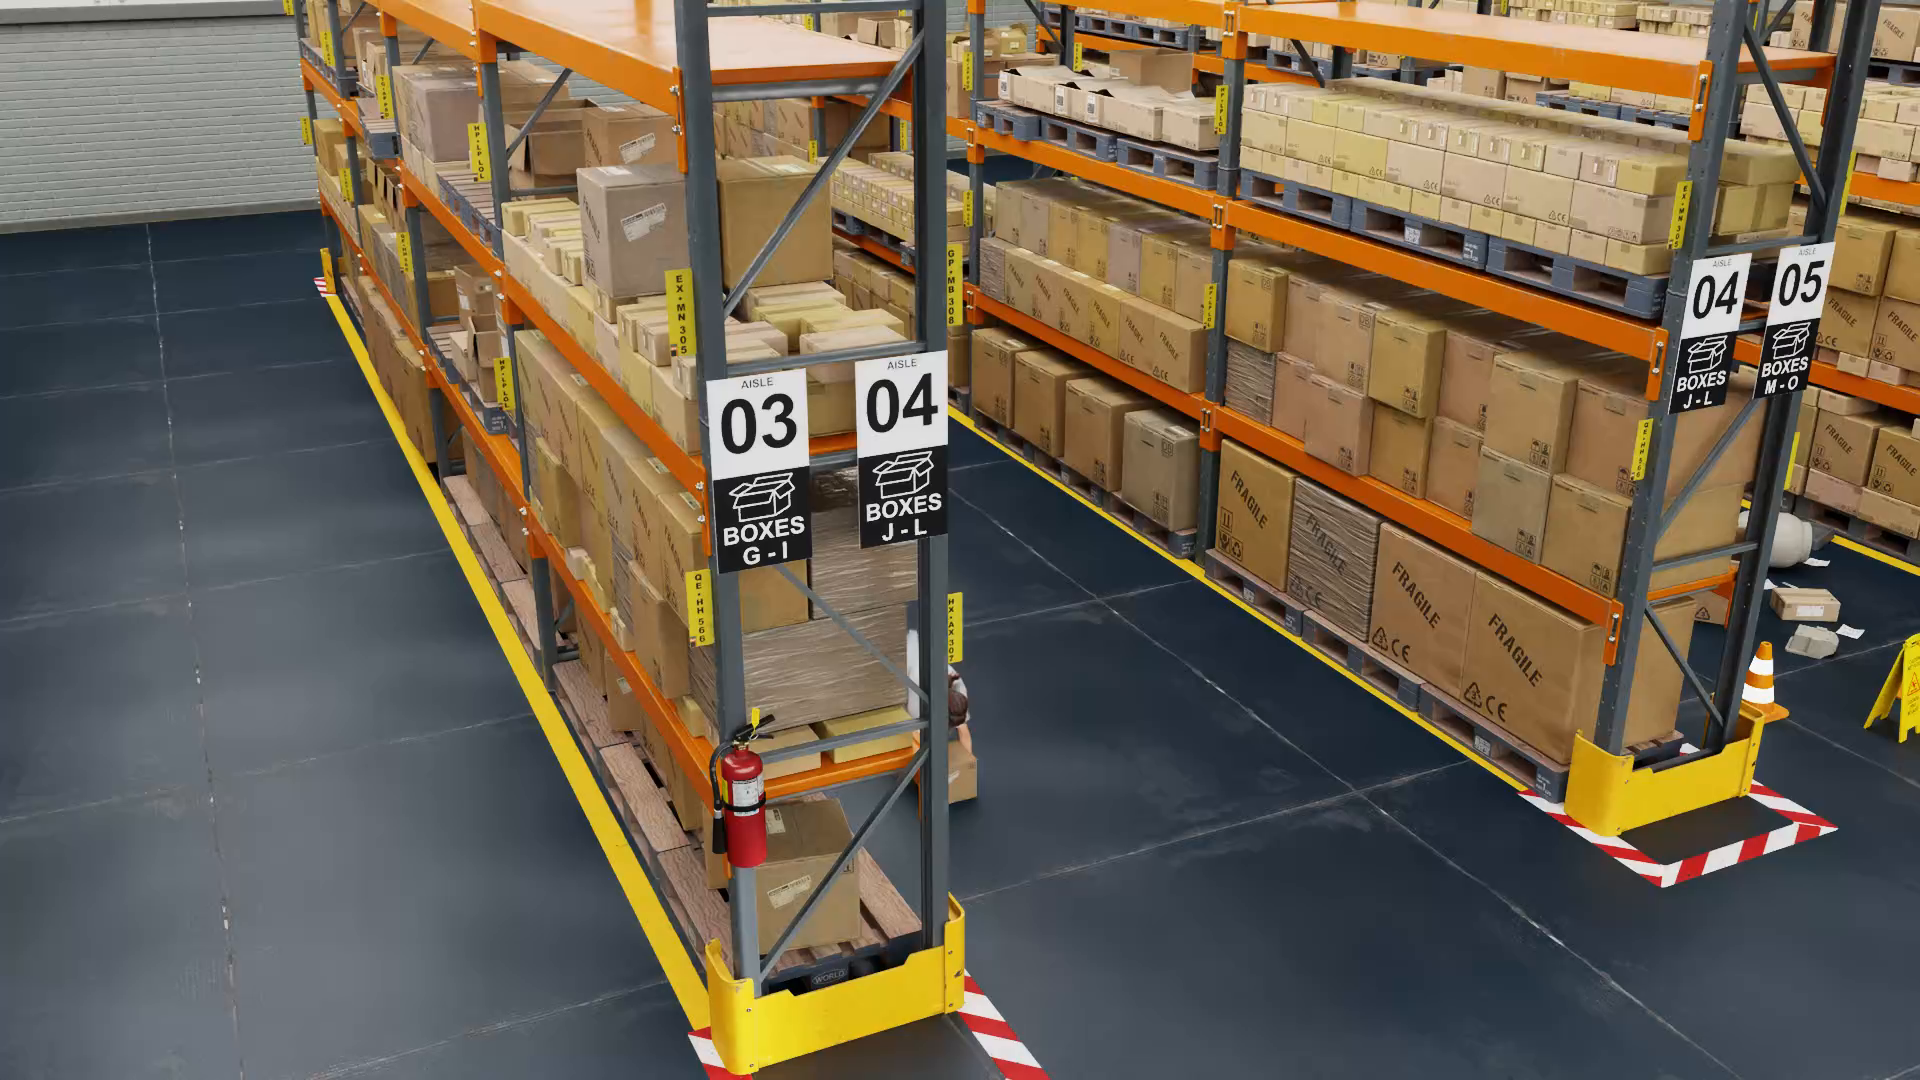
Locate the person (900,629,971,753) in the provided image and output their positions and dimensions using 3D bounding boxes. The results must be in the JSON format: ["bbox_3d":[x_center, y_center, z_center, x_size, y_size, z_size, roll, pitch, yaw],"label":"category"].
[{"bbox_3d":[-0.200,1.022,9.766,0.474,0.760,0.862,-11,25,-26],"label":"person"}]
